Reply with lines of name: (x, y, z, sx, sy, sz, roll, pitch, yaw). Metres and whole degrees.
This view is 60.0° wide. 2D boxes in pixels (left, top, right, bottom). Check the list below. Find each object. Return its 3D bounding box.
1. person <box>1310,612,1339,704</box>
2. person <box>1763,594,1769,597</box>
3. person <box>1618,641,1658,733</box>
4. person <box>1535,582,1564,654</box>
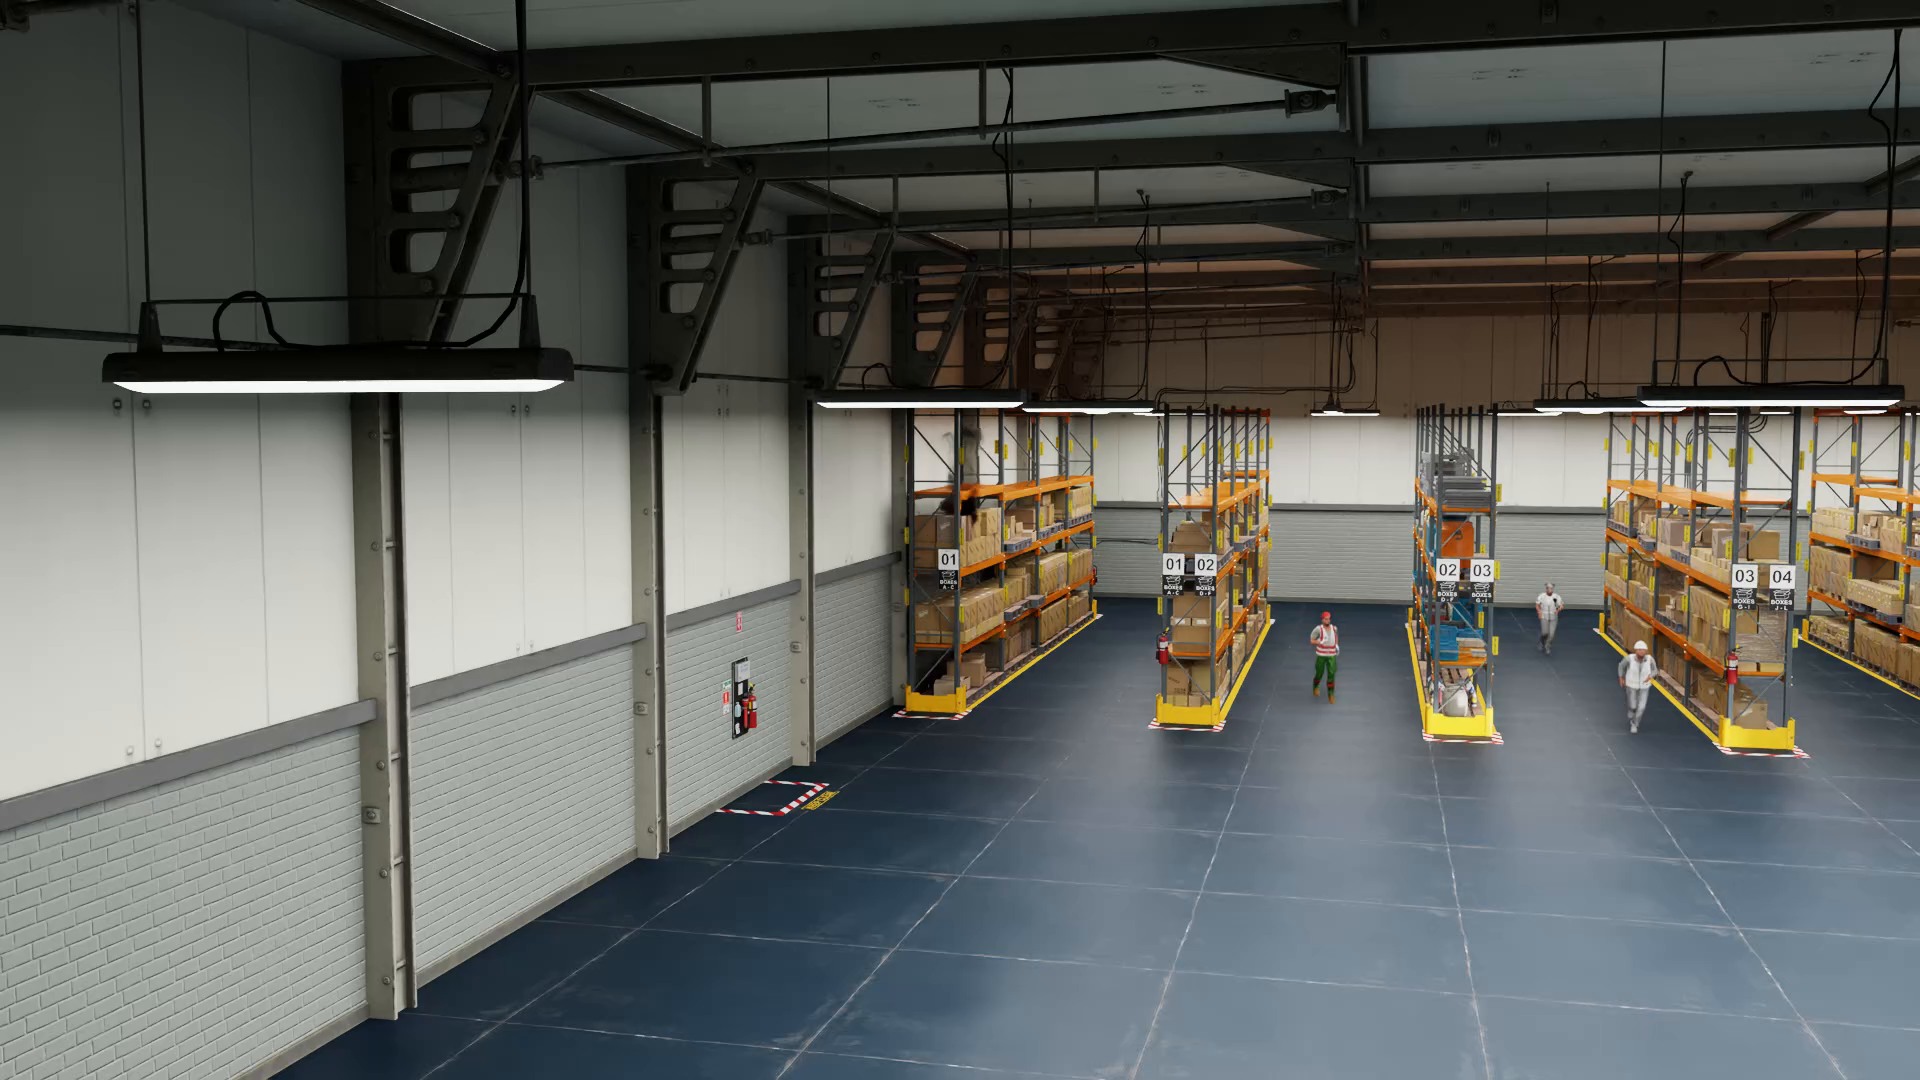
person: (7.389, 2.347, 33.685, 0.664, 1.798, 0.944, 0, 4, -6)
person: (21.120, 1.706, 43.474, 0.748, 1.700, 0.665, 3, 5, 35)
person: (12.399, 2.675, 30.429, 0.650, 1.706, 0.739, 1, 4, 11)
person: (14.364, 1.900, 40.514, 0.644, 1.752, 0.609, 1, 4, 16)
